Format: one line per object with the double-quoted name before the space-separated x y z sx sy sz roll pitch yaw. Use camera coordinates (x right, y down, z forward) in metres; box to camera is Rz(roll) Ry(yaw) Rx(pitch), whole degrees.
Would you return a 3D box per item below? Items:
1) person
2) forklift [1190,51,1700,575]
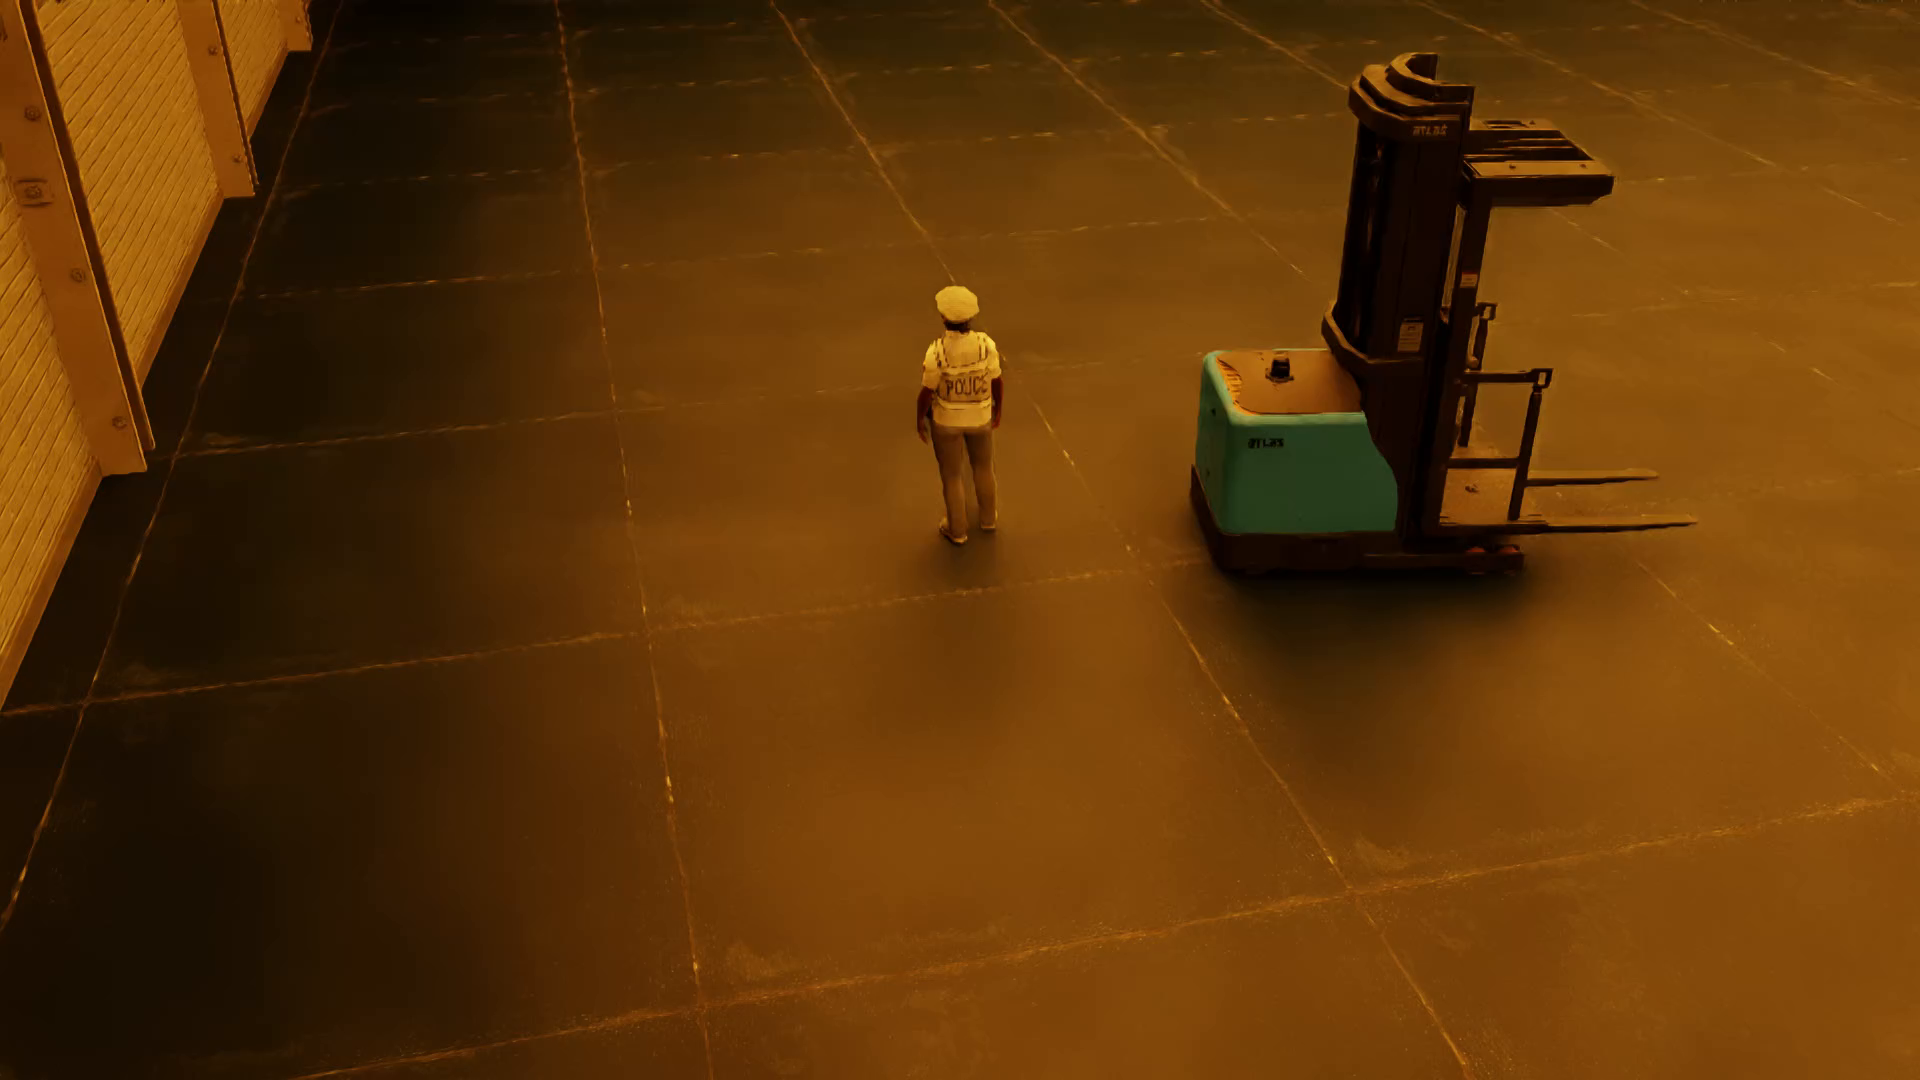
"person" 0.002 -0.779 10.139 0.570 1.695 0.529 -7 31 -12
"forklift" 3.036 -1.322 9.858 3.031 2.935 1.130 -1 30 -2
